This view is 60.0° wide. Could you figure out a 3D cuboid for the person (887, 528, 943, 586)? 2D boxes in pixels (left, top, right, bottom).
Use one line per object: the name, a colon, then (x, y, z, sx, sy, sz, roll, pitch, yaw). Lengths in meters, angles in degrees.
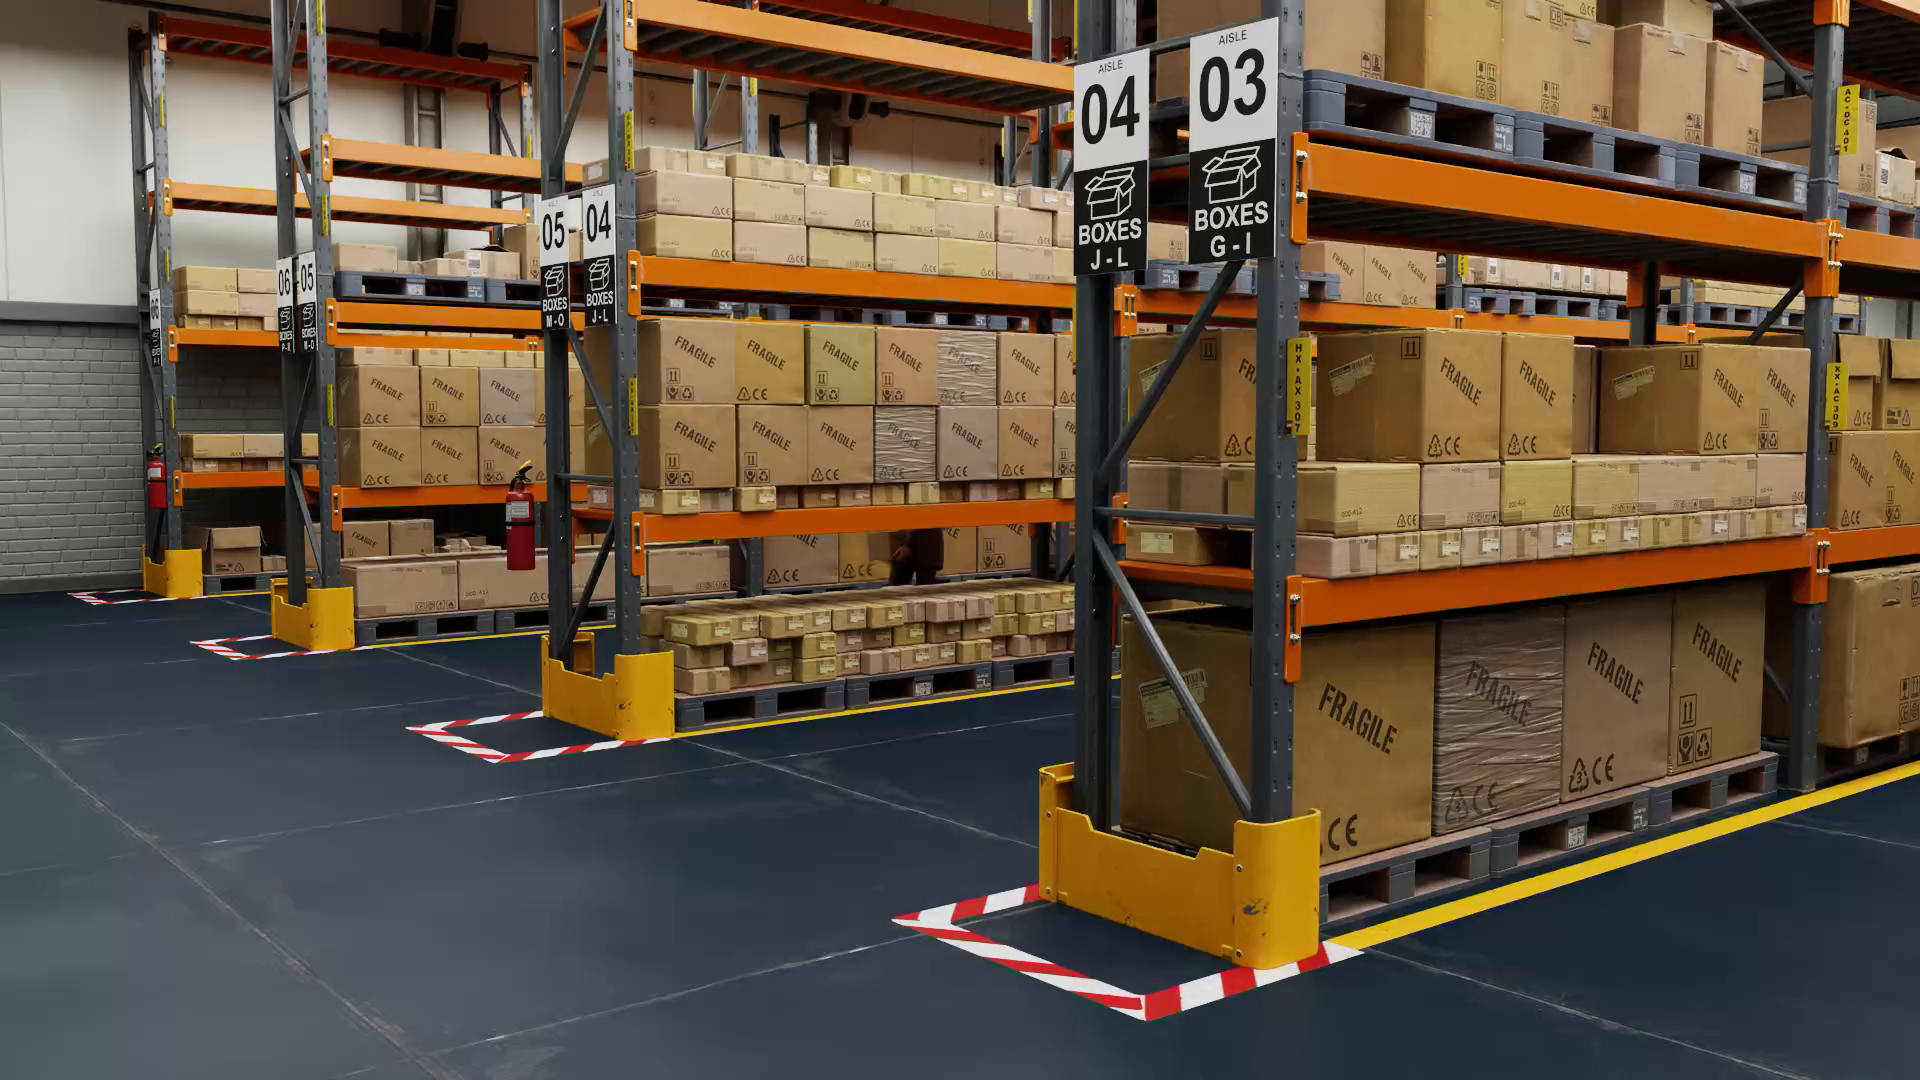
person: (-0.396, 0.006, 13.396, 0.529, 1.772, 0.552, 4, 6, 41)
